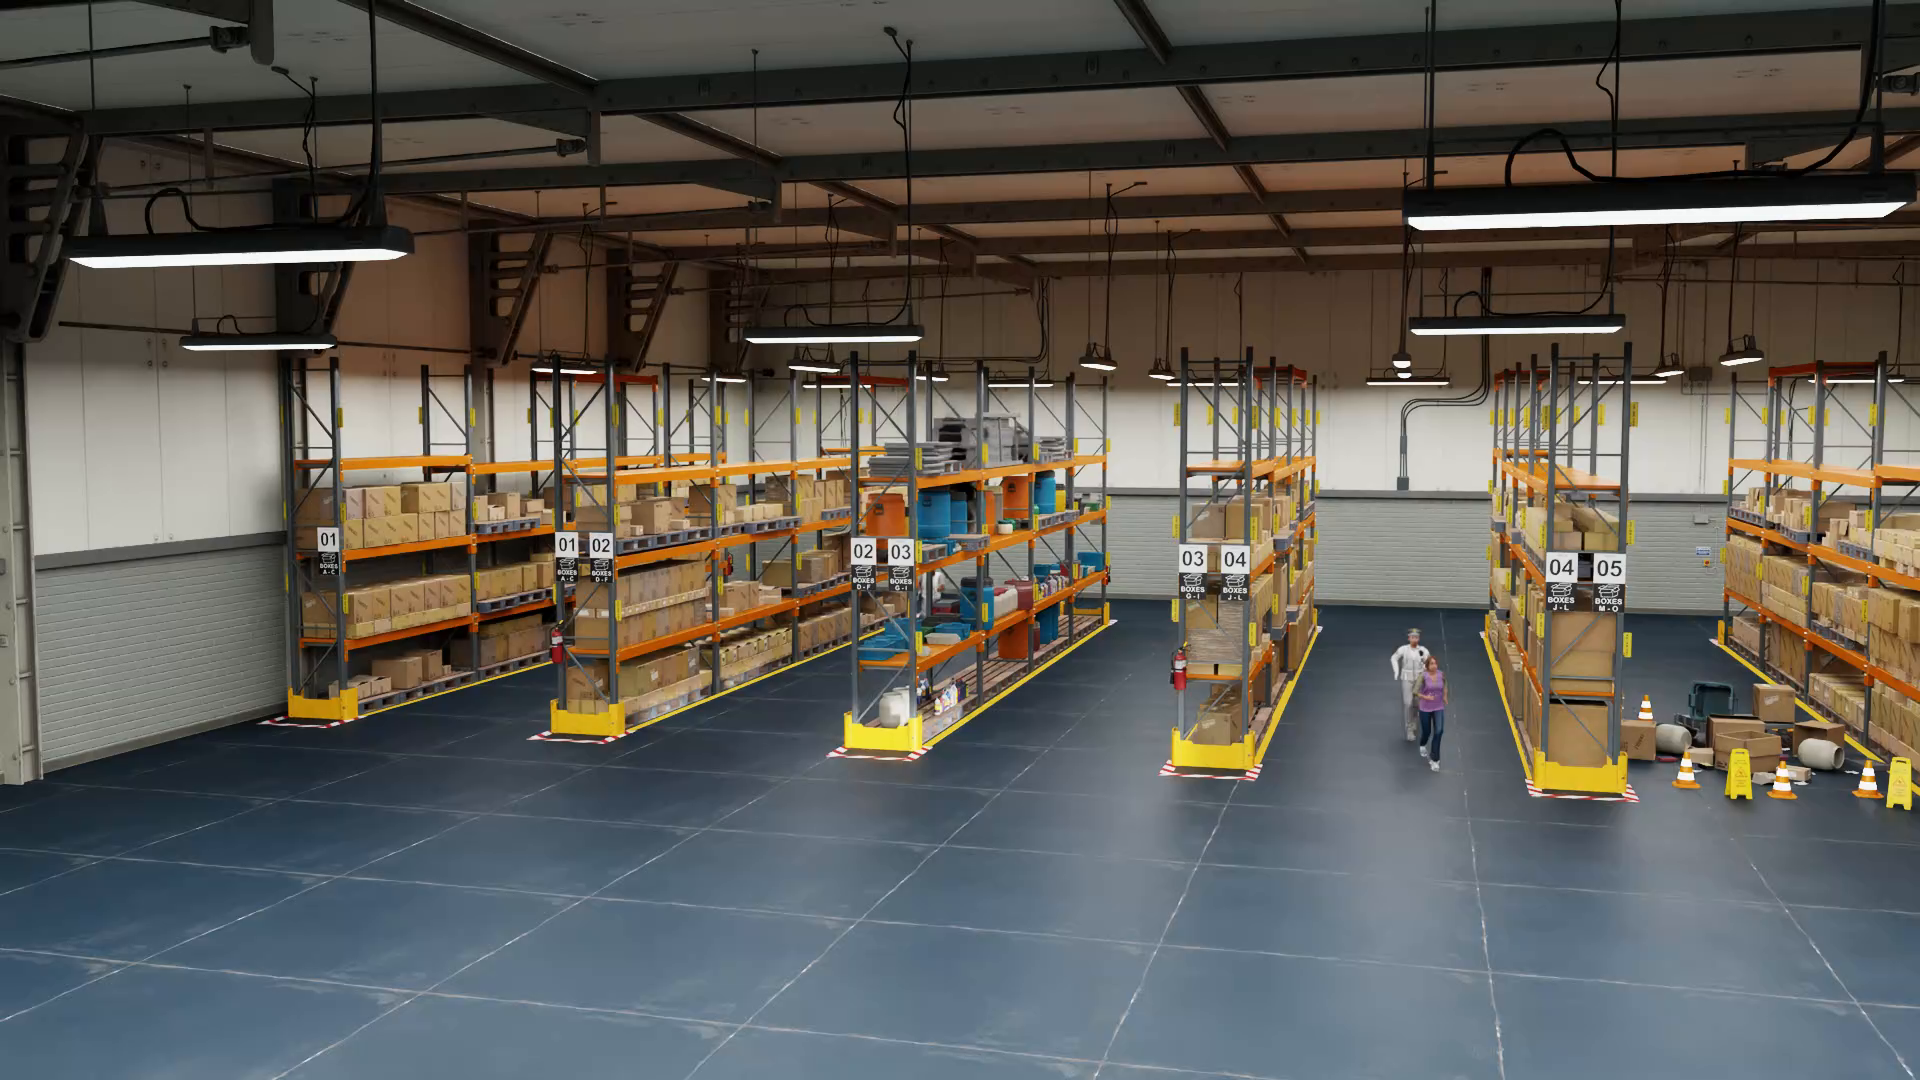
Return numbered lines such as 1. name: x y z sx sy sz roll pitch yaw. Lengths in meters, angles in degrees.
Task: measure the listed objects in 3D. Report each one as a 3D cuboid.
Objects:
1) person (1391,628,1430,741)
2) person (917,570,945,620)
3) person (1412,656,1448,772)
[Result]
1. person: 7.096 2.223 26.049 0.604 1.705 0.892 0 4 5
2. person: -0.677 1.327 37.955 0.666 1.749 0.758 1 4 7
3. person: 6.753 2.467 23.887 0.569 1.641 0.826 0 4 -2
